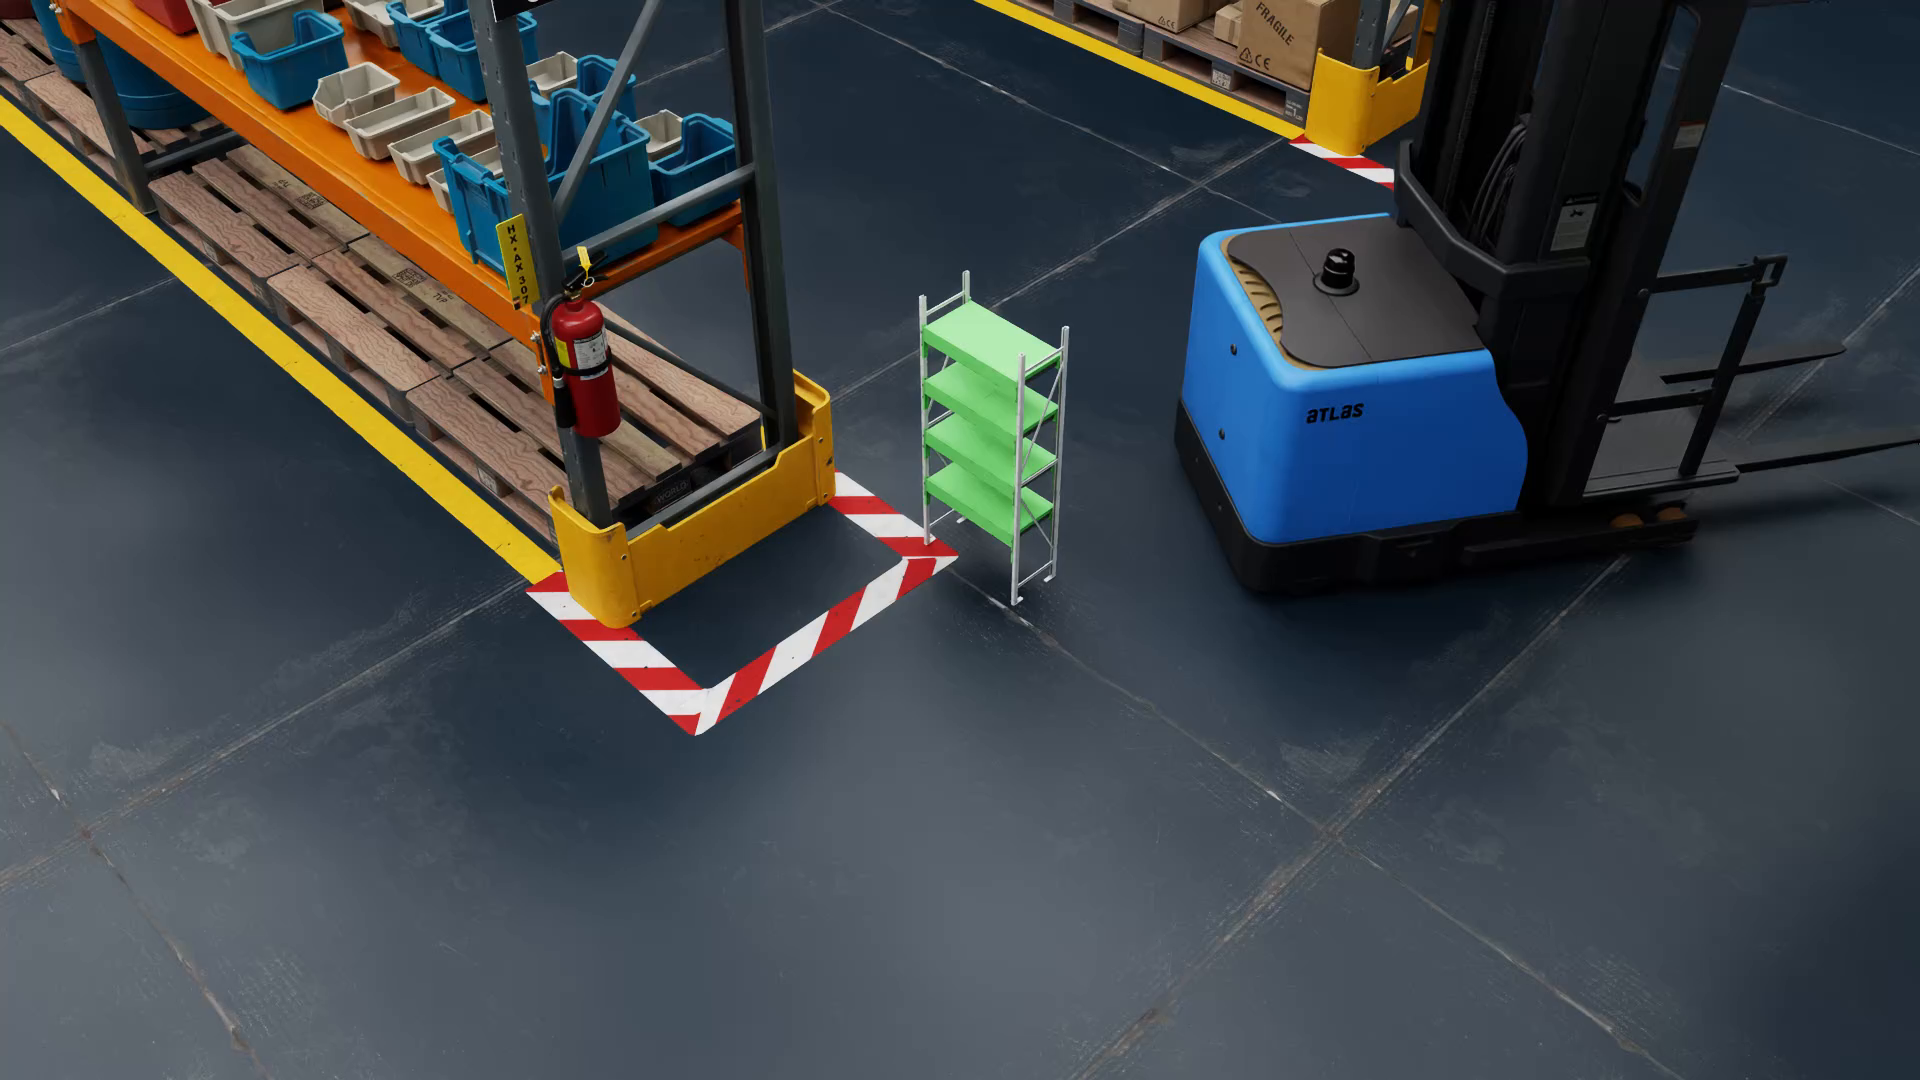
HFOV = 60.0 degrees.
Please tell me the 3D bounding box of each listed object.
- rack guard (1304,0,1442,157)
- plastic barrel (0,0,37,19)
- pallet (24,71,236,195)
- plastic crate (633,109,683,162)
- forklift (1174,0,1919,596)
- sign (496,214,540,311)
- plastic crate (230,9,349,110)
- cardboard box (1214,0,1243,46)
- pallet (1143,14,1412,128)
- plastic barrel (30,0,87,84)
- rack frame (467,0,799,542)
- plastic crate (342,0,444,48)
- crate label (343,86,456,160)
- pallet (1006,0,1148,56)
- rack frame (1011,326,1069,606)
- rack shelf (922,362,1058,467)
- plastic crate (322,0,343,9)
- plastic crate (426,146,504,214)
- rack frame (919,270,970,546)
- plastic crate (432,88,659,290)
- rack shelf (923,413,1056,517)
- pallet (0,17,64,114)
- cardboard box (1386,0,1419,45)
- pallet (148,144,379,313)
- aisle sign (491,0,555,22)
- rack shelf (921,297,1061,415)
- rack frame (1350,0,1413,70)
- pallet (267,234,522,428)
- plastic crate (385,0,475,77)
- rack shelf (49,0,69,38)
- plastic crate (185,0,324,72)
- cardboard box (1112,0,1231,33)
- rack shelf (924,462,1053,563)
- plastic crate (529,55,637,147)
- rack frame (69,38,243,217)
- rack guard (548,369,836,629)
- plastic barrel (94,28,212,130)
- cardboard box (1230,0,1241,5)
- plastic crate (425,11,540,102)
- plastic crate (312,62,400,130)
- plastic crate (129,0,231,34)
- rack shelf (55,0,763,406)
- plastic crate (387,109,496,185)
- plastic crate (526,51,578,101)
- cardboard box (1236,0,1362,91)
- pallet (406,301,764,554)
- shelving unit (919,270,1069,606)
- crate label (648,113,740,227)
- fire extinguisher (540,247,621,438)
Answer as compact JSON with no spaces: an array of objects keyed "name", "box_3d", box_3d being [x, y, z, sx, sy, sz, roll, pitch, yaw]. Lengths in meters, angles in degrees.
[{"name":"rack guard","box_3d":[2.403,-2.600,9.195,1.175,0.500,0.348,-34,53,-31]},{"name":"plastic barrel","box_3d":[-5.548,-3.453,9.744,0.600,0.588,0.708,-34,53,-31]},{"name":"pallet","box_3d":[-4.393,-2.398,9.190,1.003,0.211,1.213,-34,53,-31]},{"name":"plastic crate","box_3d":[-1.162,-1.505,6.318,0.250,0.136,0.298,-34,53,-31]},{"name":"forklift","box_3d":[2.483,-1.364,6.066,3.031,2.935,1.130,-8,43,-8]},{"name":"sign","box_3d":[-1.431,-0.898,5.391,0.100,0.325,0.005,-34,53,-31]},{"name":"plastic crate","box_3d":[-2.685,-1.934,6.712,0.416,0.233,0.300,-34,53,-31]},{"name":"cardboard box","box_3d":[1.676,-2.984,9.532,0.380,0.166,0.250,-34,53,-31]},{"name":"pallet","box_3d":[1.839,-2.877,9.708,1.003,0.211,1.213,-34,53,-31]},{"name":"plastic barrel","box_3d":[-4.750,-3.025,9.050,0.600,0.901,0.708,-34,53,-31]},{"name":"rack frame","box_3d":[-1.053,-1.109,5.740,1.000,3.000,0.127,-34,53,-31]},{"name":"plastic crate","box_3d":[-2.435,-2.264,7.140,0.293,0.136,0.466,-34,53,-31]},{"name":"crate label","box_3d":[-2.166,-1.608,6.430,0.396,0.136,0.243,-34,53,-31]},{"name":"pallet","box_3d":[0.982,-3.463,10.342,1.003,0.211,1.213,-34,53,-31]},{"name":"rack frame","box_3d":[0.289,-0.244,6.130,0.240,1.200,0.015,-34,53,-31]},{"name":"rack shelf","box_3d":[0.117,-0.490,6.137,0.258,0.148,0.480,-34,53,-31]},{"name":"plastic crate","box_3d":[-2.897,-2.543,7.451,0.437,0.125,0.590,-34,53,-31]},{"name":"plastic crate","box_3d":[-1.757,-1.340,6.140,0.396,0.136,0.243,-34,53,-31]},{"name":"rack frame","box_3d":[-0.055,-0.478,6.384,0.240,1.200,0.015,-34,53,-31]},{"name":"plastic crate","box_3d":[-1.422,-1.216,5.785,0.616,0.435,0.499,-34,53,-31]},{"name":"rack shelf","box_3d":[0.117,-0.314,6.300,0.258,0.148,0.480,-34,53,-31]},{"name":"pallet","box_3d":[-5.259,-2.984,9.824,1.003,0.211,1.213,-34,53,-31]},{"name":"cardboard box","box_3d":[2.404,-2.962,9.522,0.380,0.149,0.250,-34,53,-31]},{"name":"pallet","box_3d":[-3.331,-1.673,8.405,1.003,0.211,1.213,-34,53,-31]},{"name":"aisle sign","box_3d":[-1.210,-1.889,4.669,0.394,0.787,0.004,-34,53,-31]},{"name":"rack shelf","box_3d":[0.117,-0.667,5.974,0.258,0.148,0.480,-34,53,-31]},{"name":"rack frame","box_3d":[2.457,-3.482,8.308,1.000,3.000,0.127,-34,53,-31]},{"name":"pallet","box_3d":[-2.465,-1.086,7.770,1.003,0.211,1.213,-34,53,-31]},{"name":"plastic crate","box_3d":[-2.136,-2.123,6.917,0.416,0.233,0.300,-34,53,-31]},{"name":"rack shelf","box_3d":[-5.290,-3.728,9.105,1.077,0.370,4.000,-34,53,-31]},{"name":"plastic crate","box_3d":[-2.930,-2.188,6.951,0.437,0.282,0.530,-34,53,-31]},{"name":"cardboard box","box_3d":[1.249,-3.247,9.756,0.500,0.250,0.500,-34,53,-31]},{"name":"rack shelf","box_3d":[0.117,-0.138,6.463,0.258,0.148,0.480,-34,53,-31]},{"name":"plastic crate","box_3d":[-1.459,-1.663,6.418,0.416,0.233,0.300,-34,53,-31]},{"name":"rack frame","box_3d":[-3.878,-3.032,7.820,1.000,3.000,0.127,-34,53,-31]},{"name":"rack guard","box_3d":[-1.027,-0.186,6.583,1.175,0.500,0.348,-34,53,-31]},{"name":"plastic barrel","box_3d":[-4.250,-2.685,8.682,0.600,0.901,0.708,-34,53,-31]},{"name":"cardboard box","box_3d":[1.920,-3.271,9.781,0.500,0.250,0.500,-34,53,-31]},{"name":"plastic crate","box_3d":[-1.924,-1.979,6.761,0.416,0.233,0.300,-34,53,-31]},{"name":"plastic crate","box_3d":[-2.388,-1.741,6.574,0.298,0.136,0.250,-34,53,-31]},{"name":"plastic crate","box_3d":[-3.425,-2.528,7.184,0.402,0.464,0.583,-34,53,-31]},{"name":"rack shelf","box_3d":[-2.465,-1.806,7.025,1.077,0.370,4.000,-34,53,-31]},{"name":"plastic crate","box_3d":[-1.952,-1.486,6.298,0.396,0.136,0.243,-34,53,-31]},{"name":"plastic crate","box_3d":[-1.641,-1.831,6.671,0.250,0.136,0.298,-34,53,-31]},{"name":"cardboard box","box_3d":[1.898,-2.868,9.162,0.500,0.500,0.500,-34,53,-31]},{"name":"pallet","box_3d":[-1.608,-0.500,7.136,1.003,0.211,1.213,-34,53,-31]},{"name":"shelving unit","box_3d":[0.117,-0.361,6.257,0.258,1.200,0.503,-34,53,-31]},{"name":"crate label","box_3d":[-0.994,-1.346,6.076,0.416,0.233,0.303,-34,53,-31]},{"name":"fire extinguisher","box_3d":[-1.268,-0.654,5.579,0.296,0.674,0.183,-34,53,-31]}]
